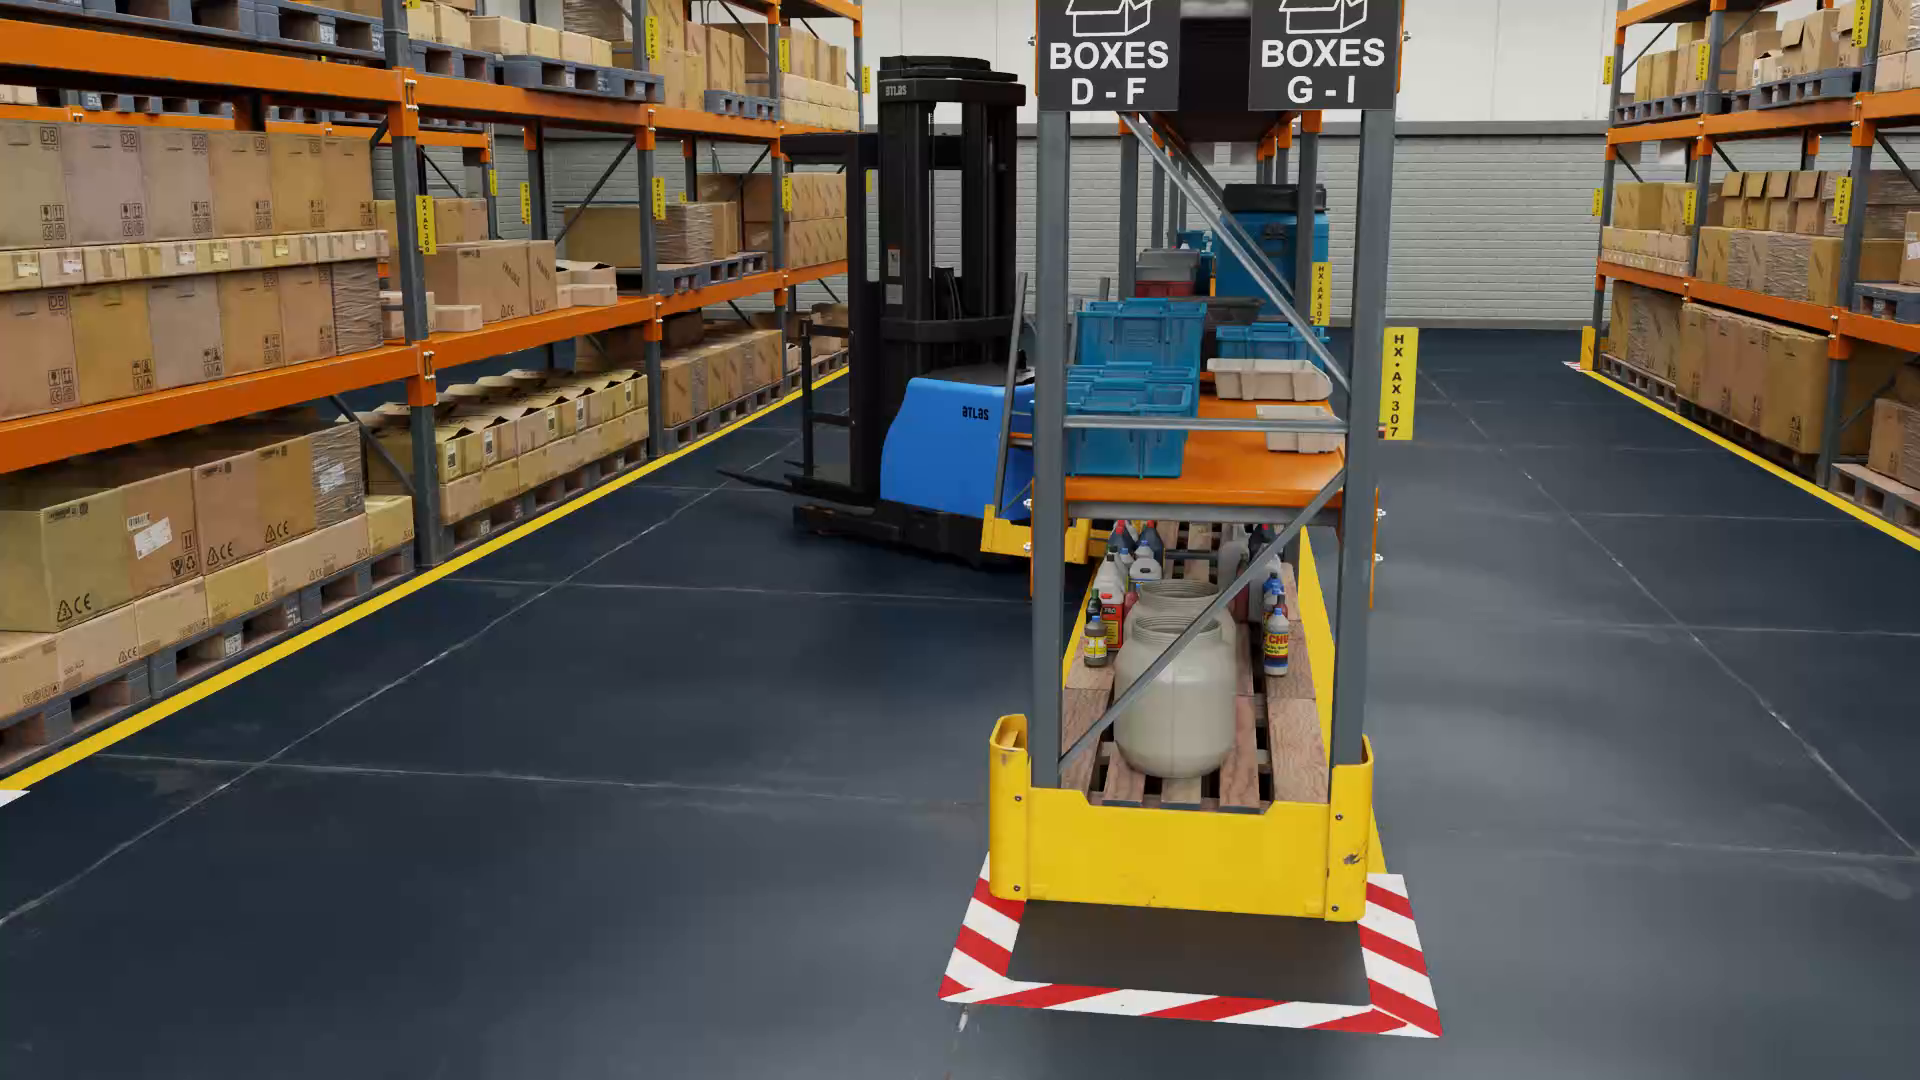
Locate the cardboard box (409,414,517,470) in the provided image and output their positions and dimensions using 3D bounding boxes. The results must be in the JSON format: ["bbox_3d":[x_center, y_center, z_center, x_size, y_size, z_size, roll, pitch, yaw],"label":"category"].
[{"bbox_3d":[-3.163,-0.647,10.573,0.500,0.311,0.500,2,12,8],"label":"cardboard box"}]

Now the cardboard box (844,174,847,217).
[{"bbox_3d":[-1.583,-4.158,20.058,0.500,0.500,0.500,2,12,10],"label":"cardboard box"}]

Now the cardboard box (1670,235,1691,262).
[{"bbox_3d":[7.272,-2.846,16.227,0.500,0.250,0.500,2,12,8],"label":"cardboard box"}]

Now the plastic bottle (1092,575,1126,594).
[{"bbox_3d":[0.660,0.304,7.384,0.152,0.276,0.135,2,12,7],"label":"plastic bottle"}]

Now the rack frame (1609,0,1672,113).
[{"bbox_3d":[8.078,-6.438,19.008,1.000,3.000,0.127,2,12,9],"label":"rack frame"}]

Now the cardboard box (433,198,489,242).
[{"bbox_3d":[-6.674,-4.027,21.349,0.980,0.700,0.700,2,12,11],"label":"cardboard box"}]

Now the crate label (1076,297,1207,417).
[{"bbox_3d":[0.739,-0.745,6.745,0.502,0.435,0.616,2,12,9],"label":"crate label"}]

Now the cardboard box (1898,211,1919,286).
[{"bbox_3d":[6.804,-1.981,11.331,0.500,0.500,0.500,0,12,2],"label":"cardboard box"}]

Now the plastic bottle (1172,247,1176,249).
[{"bbox_3d":[1.885,-2.411,14.677,0.144,0.351,0.185,2,12,9],"label":"plastic bottle"}]

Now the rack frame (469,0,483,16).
[{"bbox_3d":[-6.605,-6.920,21.243,1.000,3.000,0.127,2,12,9],"label":"rack frame"}]

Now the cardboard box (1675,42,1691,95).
[{"bbox_3d":[7.611,-4.719,16.679,0.700,0.500,0.500,3,12,12],"label":"cardboard box"}]

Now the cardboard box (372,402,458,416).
[{"bbox_3d":[-3.623,-0.771,11.148,0.500,0.311,0.500,2,12,8],"label":"cardboard box"}]

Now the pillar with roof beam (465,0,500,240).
[{"bbox_3d":[-2.791,-7.370,23.333,9.100,9.000,0.400,2,12,9],"label":"pillar with roof beam"}]

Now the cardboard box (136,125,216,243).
[{"bbox_3d":[-3.849,-1.607,7.511,0.700,0.500,0.500,2,12,9],"label":"cardboard box"}]

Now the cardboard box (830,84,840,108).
[{"bbox_3d":[-1.694,-5.142,19.281,0.500,0.250,0.500,2,12,9],"label":"cardboard box"}]

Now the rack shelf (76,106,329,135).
[{"bbox_3d":[-7.528,-3.853,15.839,1.077,0.370,4.000,2,12,9],"label":"rack shelf"}]

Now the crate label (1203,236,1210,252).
[{"bbox_3d":[2.821,-3.573,20.207,0.416,0.233,0.303,2,12,9],"label":"crate label"}]

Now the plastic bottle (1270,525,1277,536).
[{"bbox_3d":[1.591,0.055,8.520,0.061,0.283,0.133,3,12,11],"label":"plastic bottle"}]

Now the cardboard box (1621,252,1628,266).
[{"bbox_3d":[7.541,-3.106,18.381,0.380,0.149,0.250,2,12,8],"label":"cardboard box"}]

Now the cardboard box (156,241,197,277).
[{"bbox_3d":[-3.660,-1.257,7.431,0.380,0.149,0.250,2,12,9],"label":"cardboard box"}]

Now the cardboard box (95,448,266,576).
[{"bbox_3d":[-3.635,-0.141,7.778,0.500,0.500,0.500,2,12,9],"label":"cardboard box"}]

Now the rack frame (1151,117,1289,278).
[{"bbox_3d":[1.954,-2.001,12.658,1.000,3.000,0.127,2,12,9],"label":"rack frame"}]

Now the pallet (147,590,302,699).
[{"bbox_3d":[-3.904,0.452,7.892,1.003,0.211,1.213,2,12,9],"label":"pallet"}]

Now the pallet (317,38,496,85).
[{"bbox_3d":[-3.432,-2.886,10.100,0.805,0.209,1.217,1,12,6],"label":"pallet"}]

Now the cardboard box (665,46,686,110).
[{"bbox_3d":[-2.828,-3.875,13.999,0.910,0.500,0.500,2,12,9],"label":"cardboard box"}]

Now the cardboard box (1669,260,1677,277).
[{"bbox_3d":[7.226,-2.678,16.396,0.380,0.149,0.250,2,12,10],"label":"cardboard box"}]

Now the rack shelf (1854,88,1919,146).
[{"bbox_3d":[6.540,-2.539,9.741,1.077,0.370,4.000,2,12,9],"label":"rack shelf"}]

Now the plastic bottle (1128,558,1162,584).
[{"bbox_3d":[0.860,0.230,7.726,0.152,0.276,0.135,2,12,9],"label":"plastic bottle"}]

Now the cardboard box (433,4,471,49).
[{"bbox_3d":[-3.369,-3.170,10.323,0.500,0.250,0.500,1,12,3],"label":"cardboard box"}]

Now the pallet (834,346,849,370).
[{"bbox_3d":[-1.843,-2.282,20.584,1.003,0.211,1.213,2,12,9],"label":"pallet"}]

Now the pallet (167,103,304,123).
[{"bbox_3d":[-7.313,-4.335,16.822,0.805,0.209,1.217,1,12,6],"label":"pallet"}]

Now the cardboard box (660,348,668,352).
[{"bbox_3d":[-2.948,-1.465,15.062,0.500,0.500,0.500,1,12,7],"label":"cardboard box"}]

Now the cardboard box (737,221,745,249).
[{"bbox_3d":[-2.502,-3.156,17.781,0.500,0.500,0.500,2,12,10],"label":"cardboard box"}]

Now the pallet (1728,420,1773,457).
[{"bbox_3d":[7.233,-0.892,14.132,1.003,0.211,1.213,2,12,9],"label":"pallet"}]

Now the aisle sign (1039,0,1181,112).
[{"bbox_3d":[0.419,-1.601,4.632,0.394,0.787,0.004,2,12,9],"label":"aisle sign"}]

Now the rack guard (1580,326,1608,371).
[{"bbox_3d":[8.082,-2.289,19.927,1.175,0.500,0.348,2,12,9],"label":"rack guard"}]

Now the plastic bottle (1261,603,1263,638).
[{"bbox_3d":[1.393,0.337,7.407,0.097,0.201,0.097,0,12,0],"label":"plastic bottle"}]

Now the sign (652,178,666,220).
[{"bbox_3d":[-2.391,-2.711,13.204,0.100,0.325,0.005,2,12,9],"label":"sign"}]

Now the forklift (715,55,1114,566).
[{"bbox_3d":[-0.435,-1.528,10.624,1.130,2.935,3.031,-12,17,-43],"label":"forklift"}]

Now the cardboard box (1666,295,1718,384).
[{"bbox_3d":[7.643,-1.974,16.582,0.875,0.875,0.875,2,12,9],"label":"cardboard box"}]

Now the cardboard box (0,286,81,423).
[{"bbox_3d":[-4.010,-0.752,6.625,0.700,0.500,0.500,2,12,10],"label":"cardboard box"}]

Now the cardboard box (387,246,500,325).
[{"bbox_3d":[-3.340,-1.647,10.780,0.500,0.500,0.500,3,12,13],"label":"cardboard box"}]

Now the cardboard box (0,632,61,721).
[{"bbox_3d":[-3.868,0.538,6.409,0.500,0.250,0.500,2,12,9],"label":"cardboard box"}]

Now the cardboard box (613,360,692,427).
[{"bbox_3d":[-2.588,-1.241,14.020,0.500,0.500,0.500,2,12,11],"label":"cardboard box"}]

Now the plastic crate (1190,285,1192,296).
[{"bbox_3d":[1.201,-1.400,9.908,0.392,0.384,0.575,2,12,9],"label":"plastic crate"}]

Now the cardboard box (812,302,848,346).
[{"bbox_3d":[-1.550,-2.699,20.788,0.500,0.500,0.500,2,12,9],"label":"cardboard box"}]

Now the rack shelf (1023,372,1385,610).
[{"bbox_3d":[1.031,-0.400,6.938,1.077,0.370,4.000,2,12,9],"label":"rack shelf"}]

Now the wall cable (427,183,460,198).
[{"bbox_3d":[-7.343,-4.781,23.147,0.084,1.984,1.851,2,12,9],"label":"wall cable"}]

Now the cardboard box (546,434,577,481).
[{"bbox_3d":[-3.012,-0.587,11.626,0.500,0.250,0.500,2,12,10],"label":"cardboard box"}]

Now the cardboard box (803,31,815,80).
[{"bbox_3d":[-2.000,-5.305,18.259,0.700,0.500,0.500,2,12,9],"label":"cardboard box"}]

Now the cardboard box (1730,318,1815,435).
[{"bbox_3d":[7.119,-1.335,13.616,1.225,0.875,0.875,2,12,9],"label":"cardboard box"}]

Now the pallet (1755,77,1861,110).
[{"bbox_3d":[7.063,-3.583,13.328,1.003,0.211,1.213,2,12,11],"label":"pallet"}]

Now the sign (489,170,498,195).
[{"bbox_3d":[-6.071,-4.649,21.633,0.100,0.325,0.005,2,12,9],"label":"sign"}]

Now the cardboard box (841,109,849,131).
[{"bbox_3d":[-1.616,-5.001,19.816,0.500,0.250,0.500,2,12,9],"label":"cardboard box"}]

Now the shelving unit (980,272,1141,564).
[{"bbox_3d":[0.651,-0.652,9.279,0.587,1.500,1.083,7,3,21],"label":"shelving unit"}]
